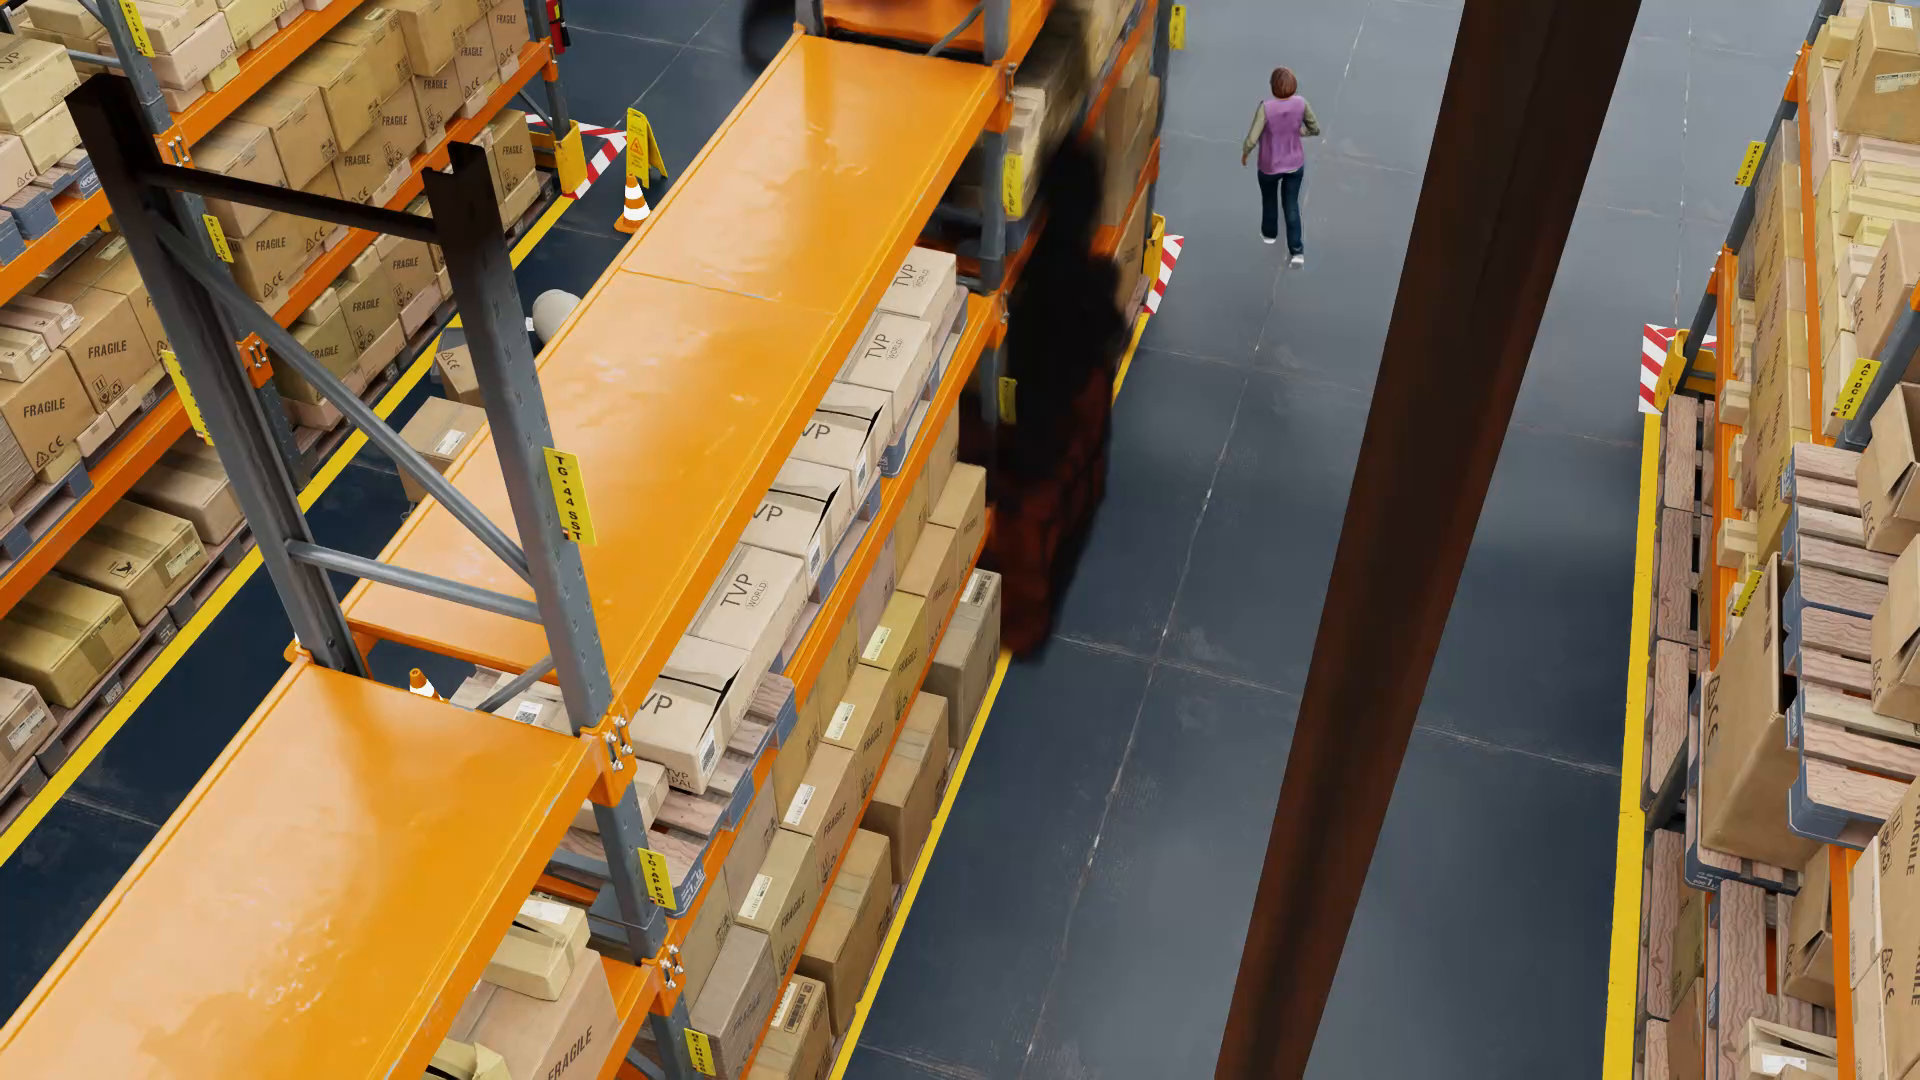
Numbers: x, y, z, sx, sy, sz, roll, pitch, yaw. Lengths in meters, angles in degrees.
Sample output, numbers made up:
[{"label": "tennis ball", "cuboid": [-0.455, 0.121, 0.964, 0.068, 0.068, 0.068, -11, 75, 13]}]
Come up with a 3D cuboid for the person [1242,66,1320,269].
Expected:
[{"label": "person", "cuboid": [2.331, -2.758, 12.322, 0.594, 1.605, 0.728, -6, 46, -6]}]
